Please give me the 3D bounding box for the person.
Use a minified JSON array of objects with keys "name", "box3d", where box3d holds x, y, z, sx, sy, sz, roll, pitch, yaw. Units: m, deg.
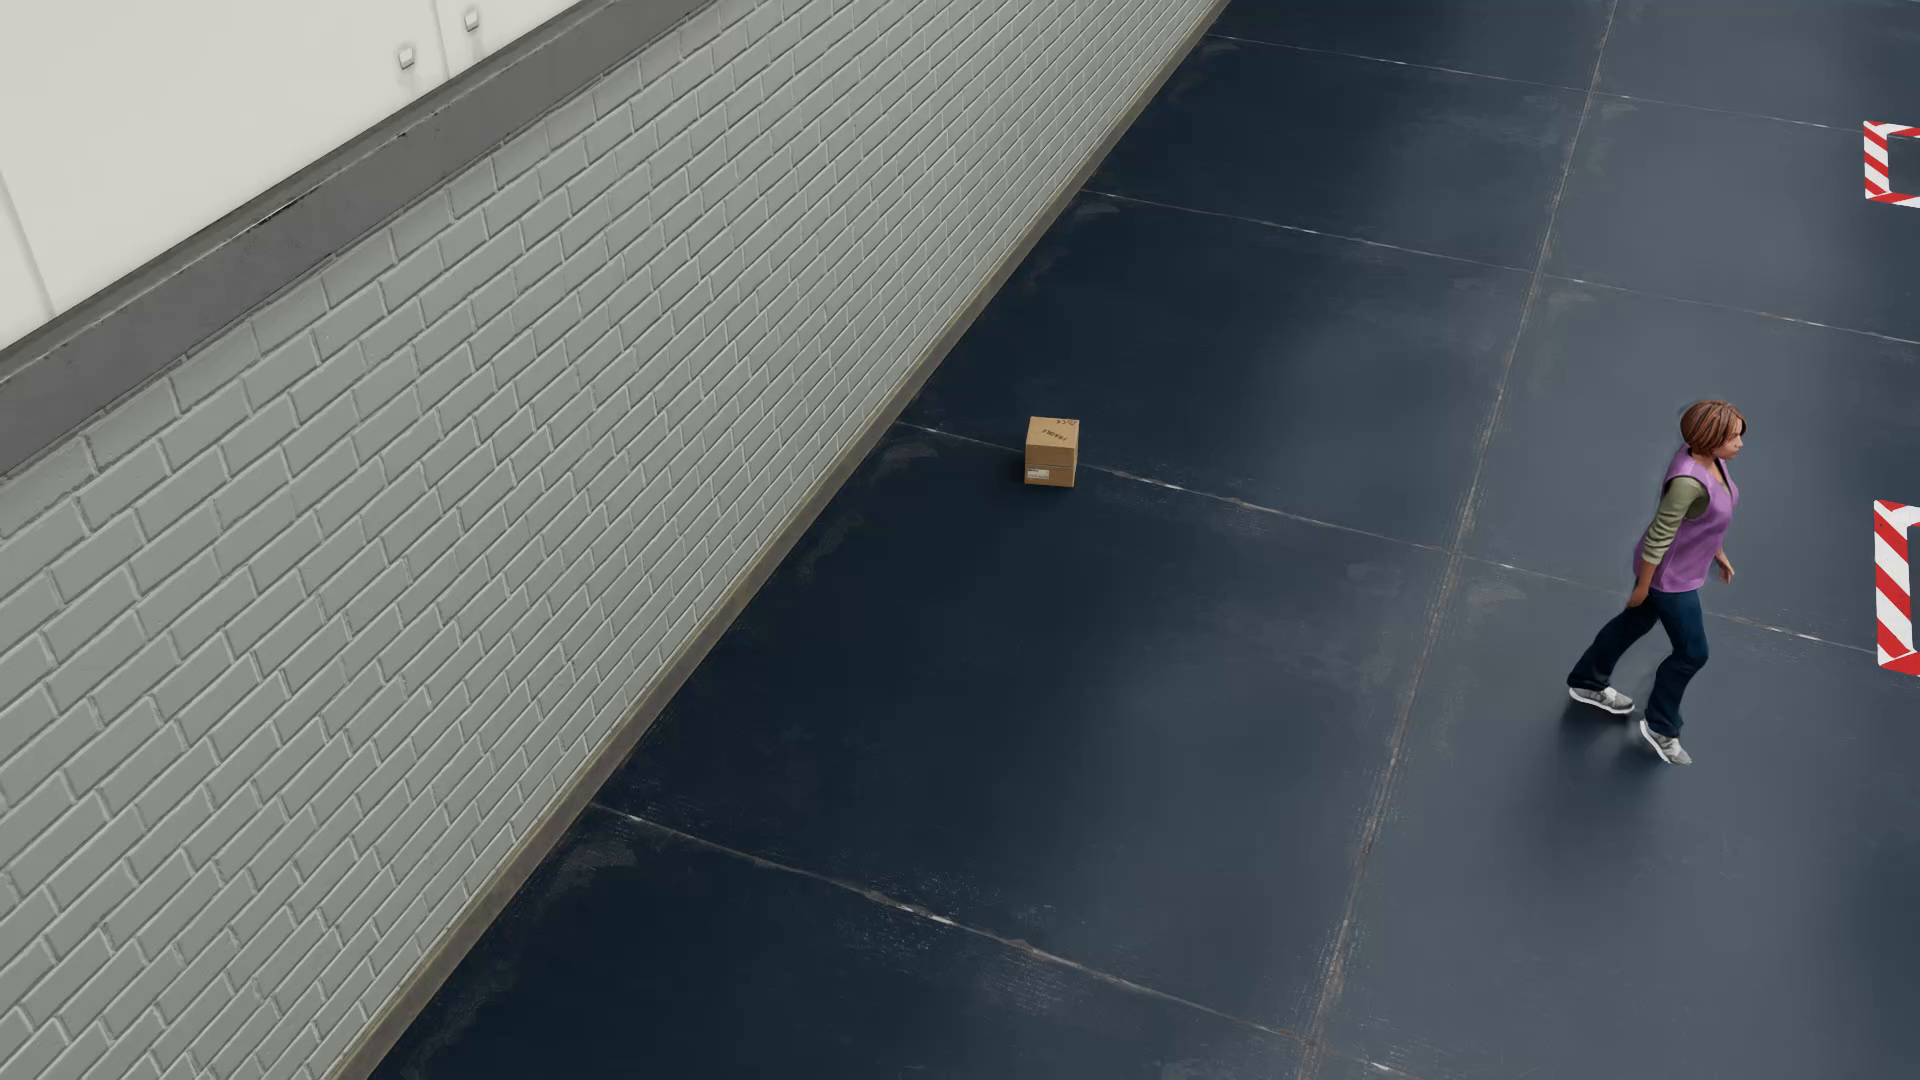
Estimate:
[{"name":"person","box3d":[2.863,0.154,6.645,0.563,1.649,0.414,17,41,21]}]
